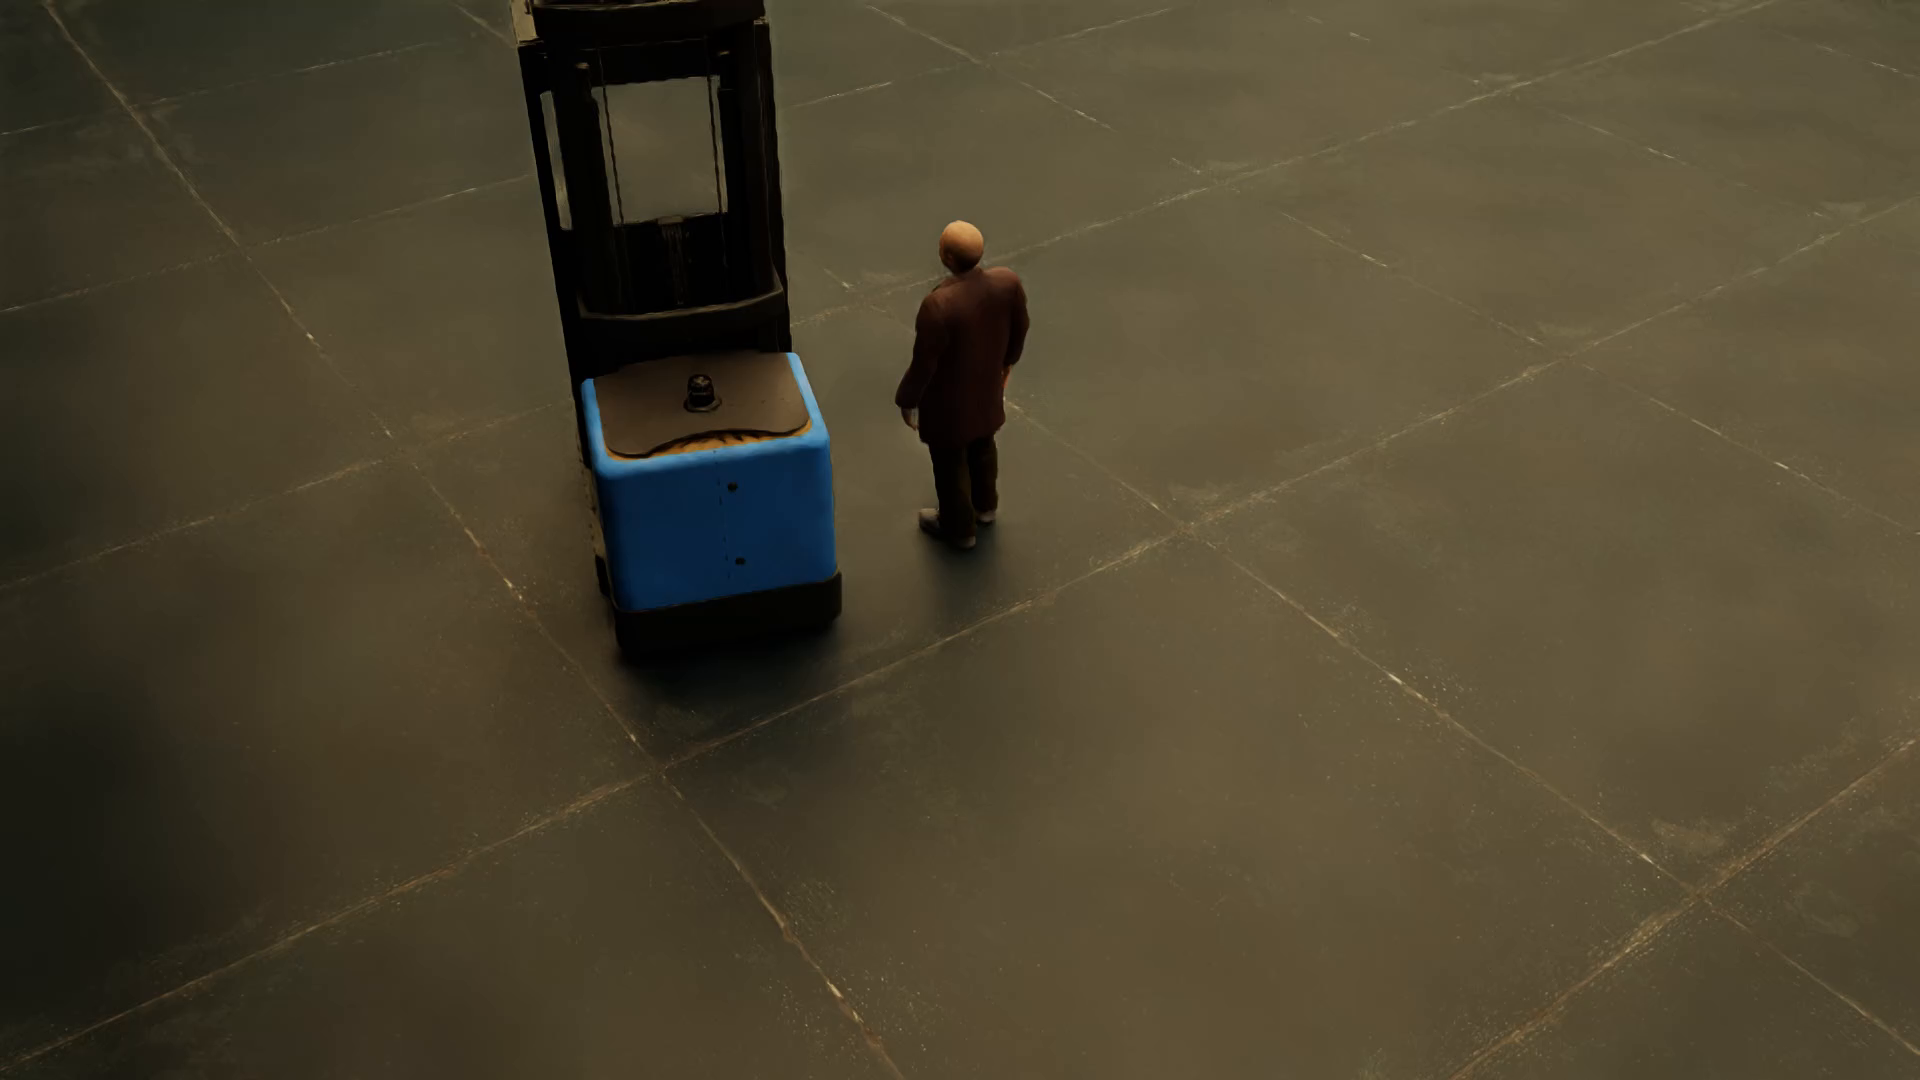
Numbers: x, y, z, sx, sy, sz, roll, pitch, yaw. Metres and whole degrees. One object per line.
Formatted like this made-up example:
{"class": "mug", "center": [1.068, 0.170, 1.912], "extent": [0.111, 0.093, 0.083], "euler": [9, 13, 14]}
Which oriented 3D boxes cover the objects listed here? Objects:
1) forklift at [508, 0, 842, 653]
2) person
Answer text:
{"class": "forklift", "center": [-1.441, -1.538, 8.025], "extent": [1.130, 2.935, 3.031], "euler": [-9, 37, -12]}
{"class": "person", "center": [-0.049, -0.766, 7.939], "extent": [0.694, 1.776, 0.580], "euler": [-23, 42, -28]}
